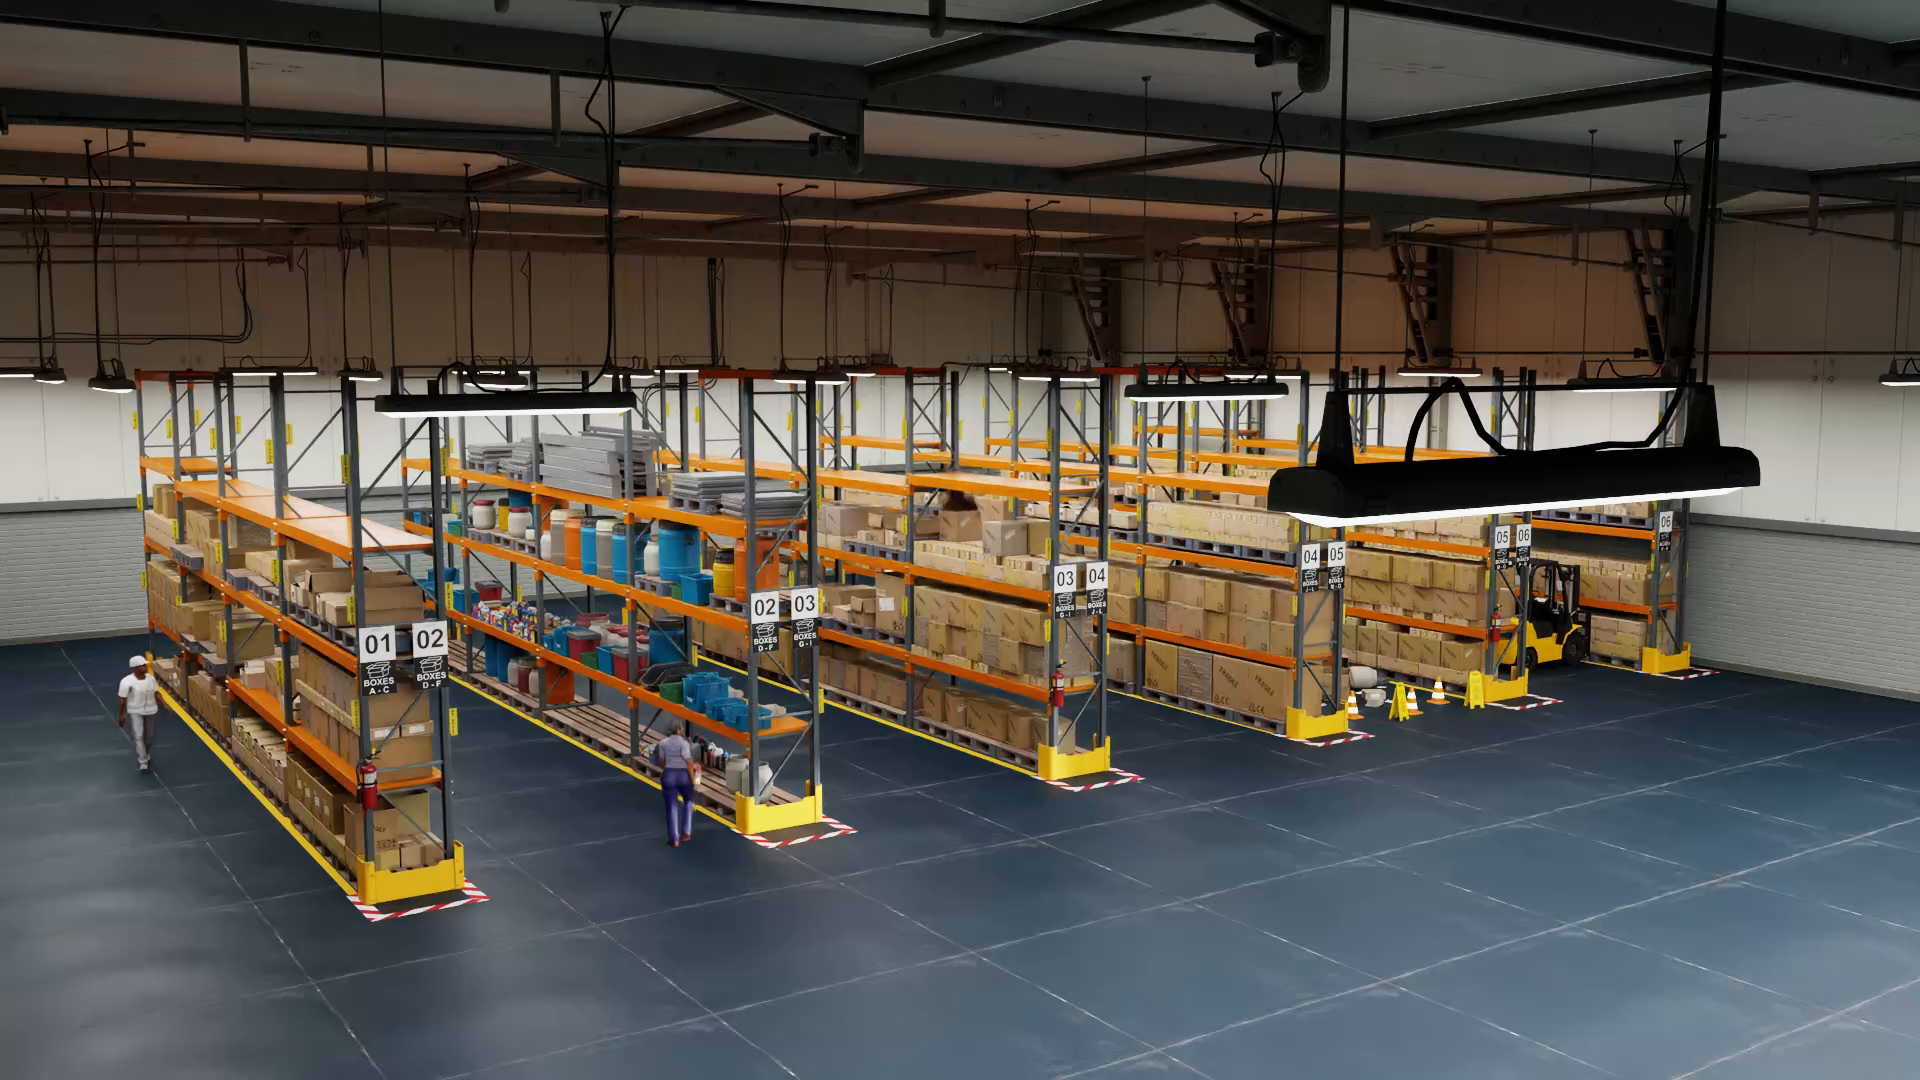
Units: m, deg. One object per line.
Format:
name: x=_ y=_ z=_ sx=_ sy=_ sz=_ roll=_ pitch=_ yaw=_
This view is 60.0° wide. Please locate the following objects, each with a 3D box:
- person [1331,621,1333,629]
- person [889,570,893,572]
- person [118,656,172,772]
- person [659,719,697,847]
person: x=7.990 y=1.358 z=36.356 sx=0.475 sy=1.773 sz=0.569 roll=-1 pitch=7 yaw=-9
person: x=-1.452 y=1.526 z=35.238 sx=0.609 sy=1.810 sz=0.876 roll=-4 pitch=8 yaw=-33
person: x=-12.413 y=2.615 z=25.316 sx=0.733 sy=1.718 sz=1.058 roll=-5 pitch=8 yaw=-36
person: x=-3.635 y=3.154 z=21.507 sx=0.499 sy=1.717 sz=0.671 roll=0 pitch=6 yaw=-3
